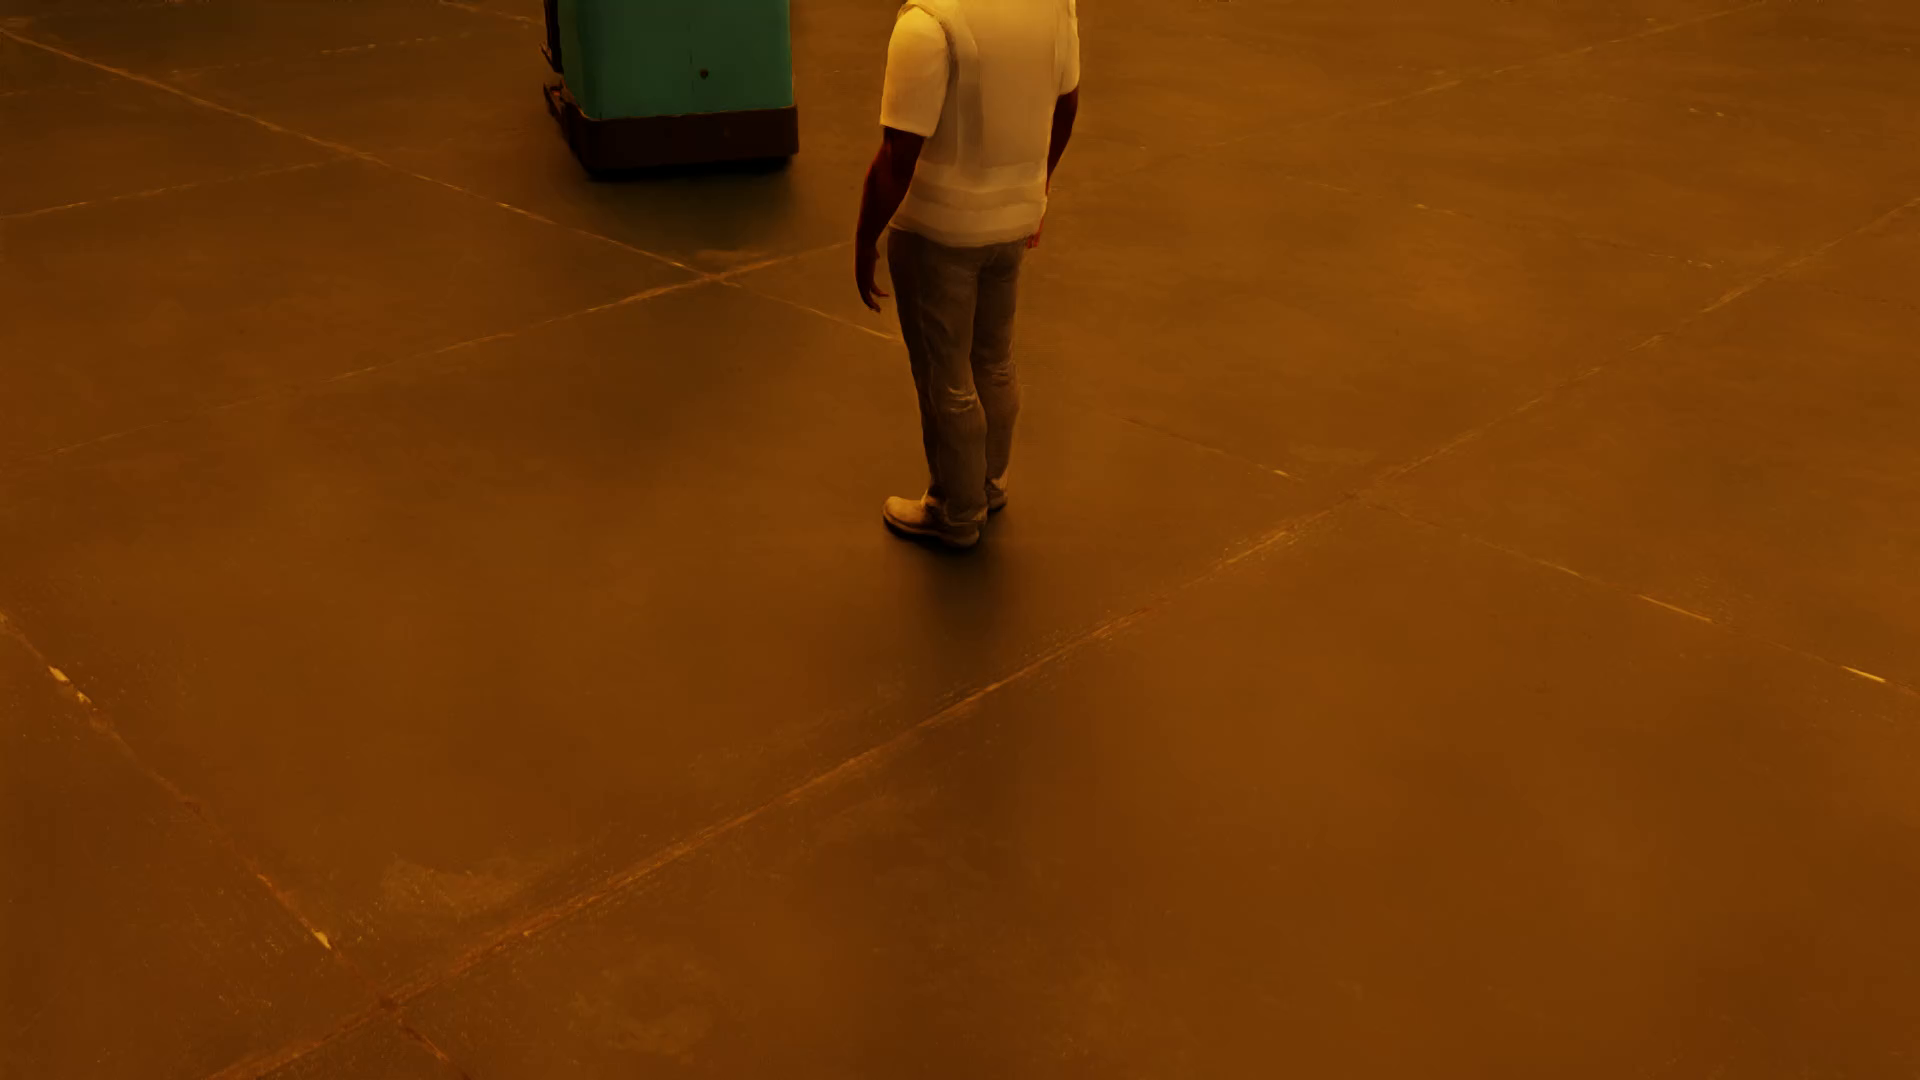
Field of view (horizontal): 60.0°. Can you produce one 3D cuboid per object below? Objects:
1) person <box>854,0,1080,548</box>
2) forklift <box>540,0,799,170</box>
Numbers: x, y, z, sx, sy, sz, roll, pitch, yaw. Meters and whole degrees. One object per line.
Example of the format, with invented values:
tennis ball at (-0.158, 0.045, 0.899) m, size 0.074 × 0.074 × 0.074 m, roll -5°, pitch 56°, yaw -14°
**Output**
person at (-0.045, -0.823, 4.198) m, size 0.665 × 1.766 × 0.576 m, roll -24°, pitch 35°, yaw -39°
forklift at (-1.753, -3.735, 8.830) m, size 1.130 × 2.935 × 3.031 m, roll -8°, pitch 27°, yaw -16°
